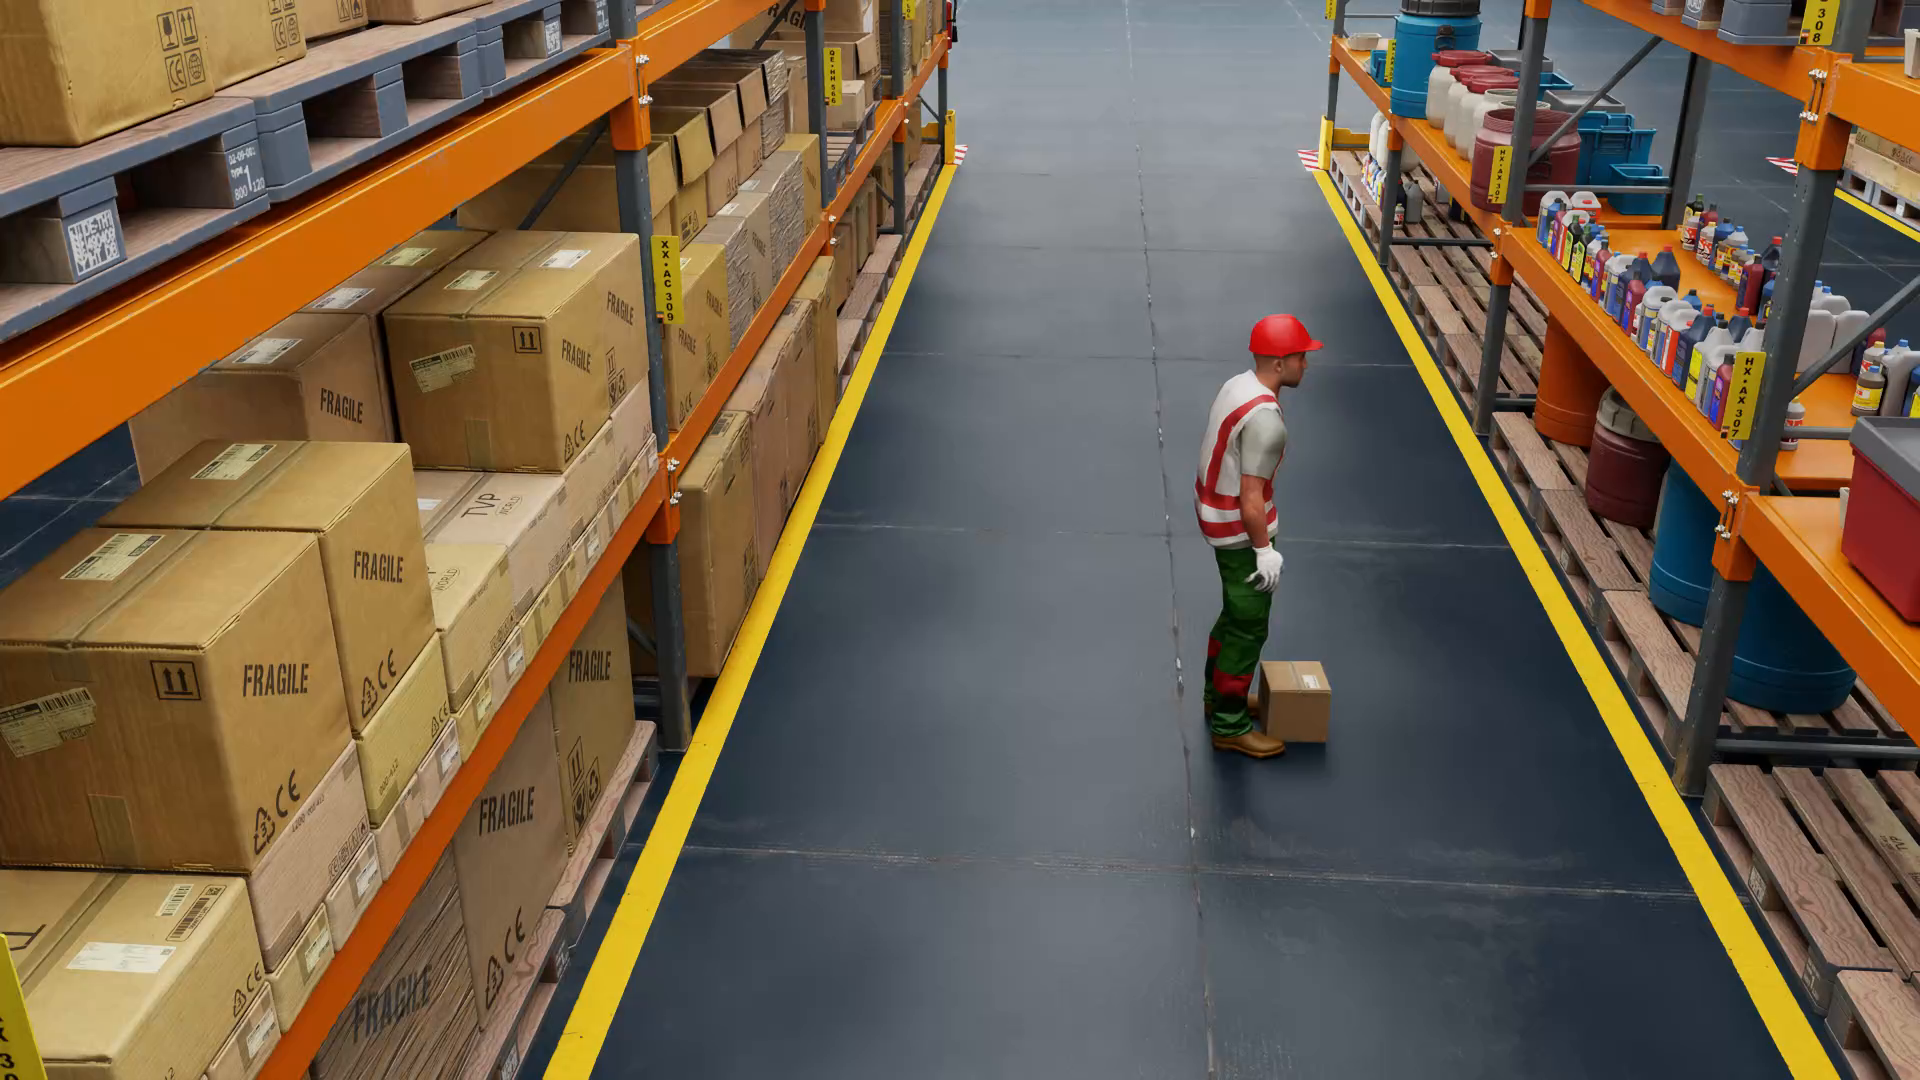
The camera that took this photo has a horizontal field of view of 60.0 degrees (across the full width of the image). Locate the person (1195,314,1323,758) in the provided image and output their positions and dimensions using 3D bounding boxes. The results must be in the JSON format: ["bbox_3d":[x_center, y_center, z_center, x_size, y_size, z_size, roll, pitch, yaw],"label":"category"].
[{"bbox_3d":[1.166,-0.035,6.662,0.446,1.780,0.620,1,24,1],"label":"person"}]
